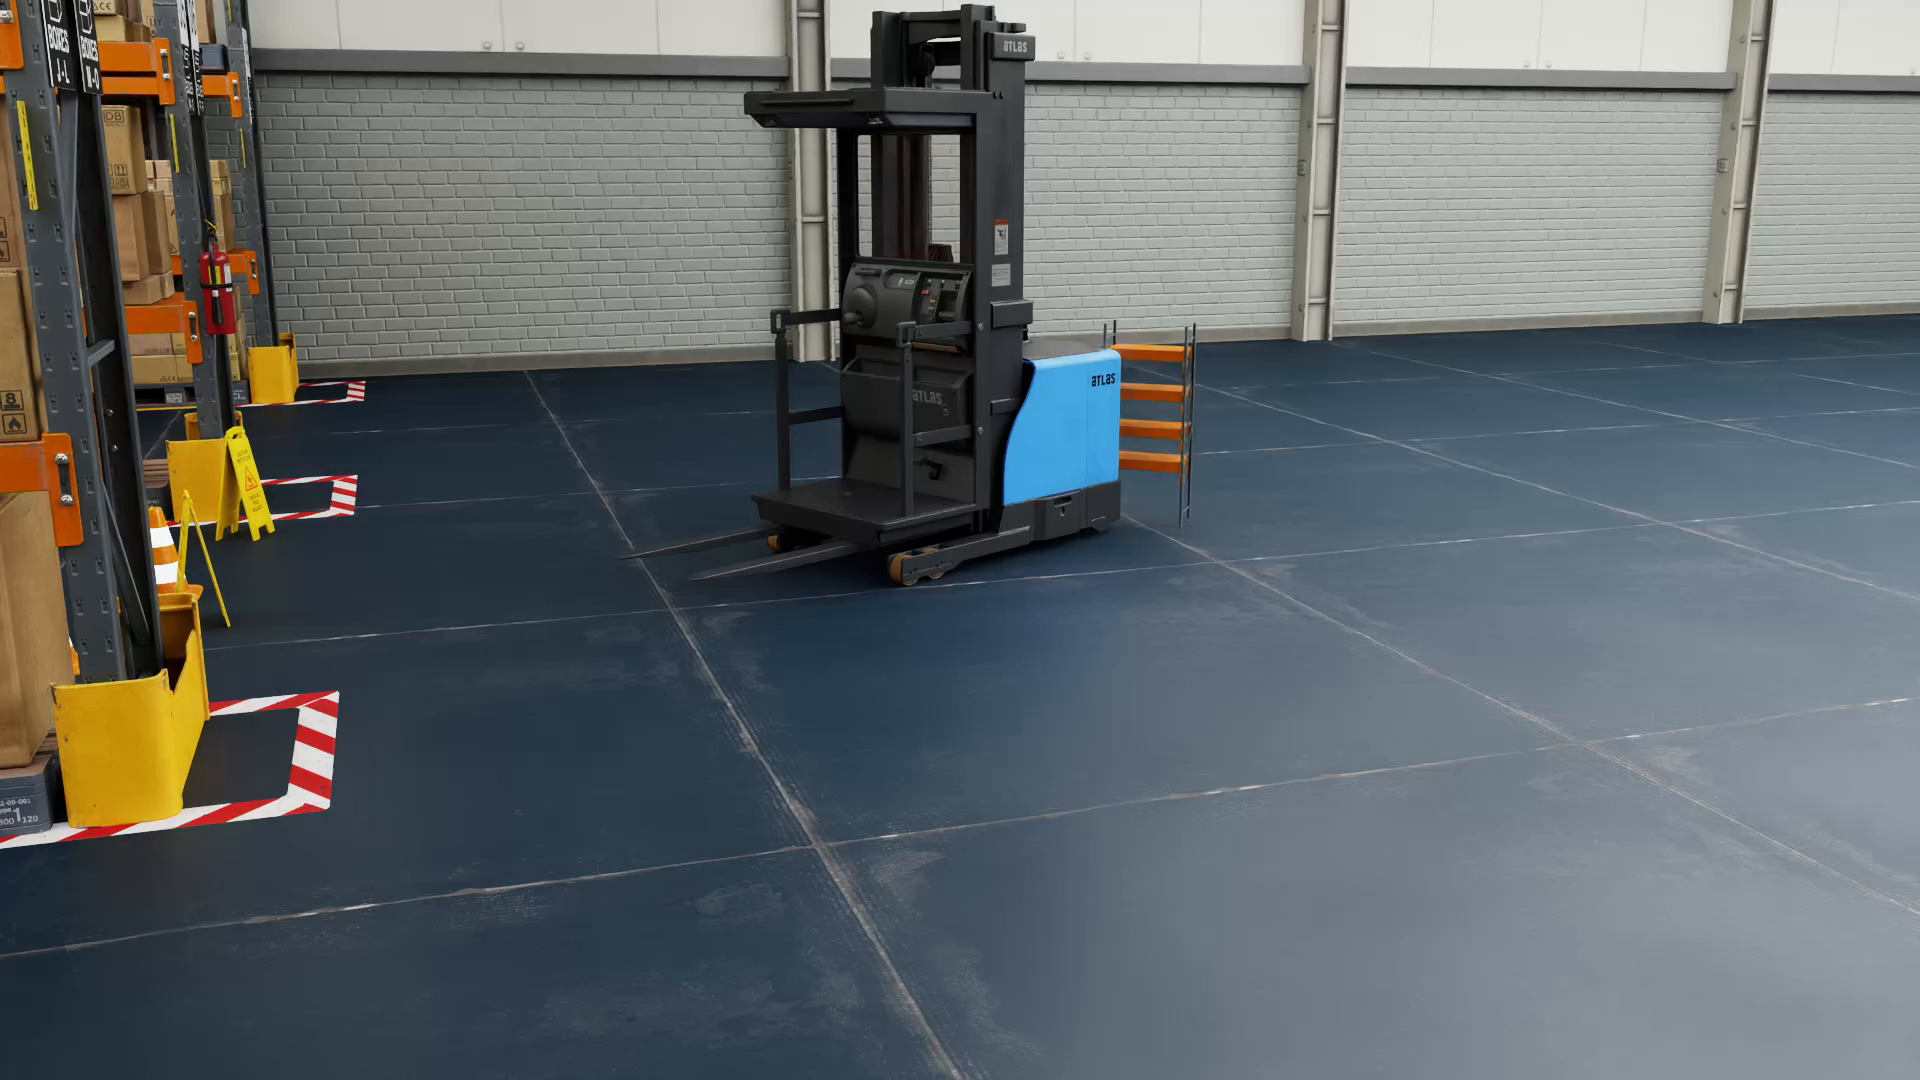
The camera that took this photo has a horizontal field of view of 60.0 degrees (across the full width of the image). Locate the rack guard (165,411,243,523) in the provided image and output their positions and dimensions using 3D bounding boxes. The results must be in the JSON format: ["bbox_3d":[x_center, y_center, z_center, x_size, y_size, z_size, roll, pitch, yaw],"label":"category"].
[{"bbox_3d":[-4.780,-0.482,10.589,0.348,0.500,1.175,-4,14,-18],"label":"rack guard"}]

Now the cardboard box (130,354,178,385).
[{"bbox_3d":[-7.113,-1.520,14.586,0.500,0.250,0.500,-4,14,-18],"label":"cardboard box"}]

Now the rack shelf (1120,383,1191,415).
[{"bbox_3d":[1.127,-0.853,9.959,0.480,0.148,0.258,5,14,20],"label":"rack shelf"}]

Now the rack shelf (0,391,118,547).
[{"bbox_3d":[-4.929,-0.128,5.253,4.000,0.370,1.077,-4,14,-18],"label":"rack shelf"}]

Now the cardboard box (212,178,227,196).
[{"bbox_3d":[-6.533,-3.069,14.446,0.250,0.149,0.380,-4,14,-17],"label":"cardboard box"}]

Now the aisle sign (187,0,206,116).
[{"bbox_3d":[-4.748,-3.041,10.328,0.004,0.787,0.394,-4,14,-18],"label":"aisle sign"}]

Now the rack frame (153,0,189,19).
[{"bbox_3d":[-4.708,-4.622,9.629,0.127,3.000,1.000,-4,14,-18],"label":"rack frame"}]

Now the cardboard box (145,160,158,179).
[{"bbox_3d":[-7.030,-3.178,14.261,0.250,0.149,0.380,-4,14,-17],"label":"cardboard box"}]

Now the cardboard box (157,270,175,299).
[{"bbox_3d":[-5.096,-1.602,10.438,0.250,0.149,0.380,-4,14,-18],"label":"cardboard box"}]

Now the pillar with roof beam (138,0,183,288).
[{"bbox_3d":[-5.869,-4.913,10.850,0.400,9.000,9.100,-4,14,-18],"label":"pillar with roof beam"}]

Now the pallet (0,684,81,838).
[{"bbox_3d":[-3.766,0.807,5.793,1.213,0.211,1.003,-4,14,-18],"label":"pallet"}]

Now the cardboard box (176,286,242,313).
[{"bbox_3d":[-6.810,-2.151,15.078,0.500,0.250,0.500,-5,14,-19],"label":"cardboard box"}]

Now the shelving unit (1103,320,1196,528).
[{"bbox_3d":[1.127,-0.701,9.995,0.503,1.200,0.258,5,14,20],"label":"shelving unit"}]

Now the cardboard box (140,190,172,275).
[{"bbox_3d":[-5.245,-1.923,10.386,0.500,0.500,0.500,-5,14,-19],"label":"cardboard box"}]

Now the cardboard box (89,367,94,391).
[{"bbox_3d":[-5.384,-0.819,10.017,0.500,0.500,0.500,-4,14,-18],"label":"cardboard box"}]

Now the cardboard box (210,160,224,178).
[{"bbox_3d":[-6.566,-3.228,14.473,0.250,0.149,0.380,-4,14,-18],"label":"cardboard box"}]

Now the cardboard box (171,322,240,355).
[{"bbox_3d":[-6.656,-1.797,14.672,0.500,0.250,0.500,-5,14,-19],"label":"cardboard box"}]

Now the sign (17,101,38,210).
[{"bbox_3d":[-2.873,-1.184,5.125,0.005,0.325,0.100,-4,14,-18],"label":"sign"}]

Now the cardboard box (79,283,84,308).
[{"bbox_3d":[-5.199,-1.464,9.858,0.250,0.149,0.380,-5,14,-19],"label":"cardboard box"}]

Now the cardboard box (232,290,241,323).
[{"bbox_3d":[-6.631,-2.043,14.622,0.500,0.250,0.500,-4,14,-16],"label":"cardboard box"}]

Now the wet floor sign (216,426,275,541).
[{"bbox_3d":[-4.186,-0.338,9.668,0.232,0.644,0.267,0,13,1],"label":"wet floor sign"}]

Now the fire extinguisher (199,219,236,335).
[{"bbox_3d":[-4.452,-1.573,9.943,0.183,0.674,0.296,-4,14,-18],"label":"fire extinguisher"}]

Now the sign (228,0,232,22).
[{"bbox_3d":[-6.134,-4.524,13.954,0.005,0.325,0.100,-4,14,-18],"label":"sign"}]

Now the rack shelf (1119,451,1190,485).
[{"bbox_3d":[1.127,-0.442,10.056,0.480,0.148,0.258,5,14,20],"label":"rack shelf"}]

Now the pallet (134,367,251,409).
[{"bbox_3d":[-7.006,-1.370,14.946,1.213,0.211,1.003,-4,14,-18],"label":"pallet"}]

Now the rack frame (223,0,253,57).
[{"bbox_3d":[-6.294,-5.711,14.205,0.127,3.000,1.000,-4,14,-18],"label":"rack frame"}]

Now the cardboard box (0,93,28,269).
[{"bbox_3d":[-3.397,-1.205,5.569,0.550,0.550,0.875,-4,14,-18],"label":"cardboard box"}]

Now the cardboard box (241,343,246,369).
[{"bbox_3d":[-6.822,-1.665,15.197,0.500,0.250,0.500,-4,14,-18],"label":"cardboard box"}]

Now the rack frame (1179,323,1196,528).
[{"bbox_3d":[1.356,-0.681,9.913,0.015,1.200,0.240,5,14,20],"label":"rack frame"}]

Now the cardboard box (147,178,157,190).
[{"bbox_3d":[-7.032,-3.038,14.316,0.250,0.149,0.380,-4,14,-17],"label":"cardboard box"}]

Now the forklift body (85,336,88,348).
[{"bbox_3d":[-7.510,-1.839,12.727,1.214,2.155,2.313,-4,14,-18],"label":"forklift body"}]

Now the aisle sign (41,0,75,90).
[{"bbox_3d":[-2.870,-1.830,5.235,0.004,0.787,0.394,-4,14,-18],"label":"aisle sign"}]

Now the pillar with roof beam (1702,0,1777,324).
[{"bbox_3d":[11.191,-6.241,16.435,0.400,9.000,9.100,-4,14,-18],"label":"pillar with roof beam"}]

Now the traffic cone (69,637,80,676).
[{"bbox_3d":[-3.989,0.336,7.229,0.334,0.463,0.336,-4,14,-18],"label":"traffic cone"}]

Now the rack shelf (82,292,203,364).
[{"bbox_3d":[-6.603,-1.206,9.786,4.000,0.370,1.077,-4,14,-18],"label":"rack shelf"}]

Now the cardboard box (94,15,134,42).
[{"bbox_3d":[-4.957,-2.953,9.637,0.250,0.149,0.380,-4,14,-18],"label":"cardboard box"}]

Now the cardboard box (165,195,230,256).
[{"bbox_3d":[-6.677,-2.747,14.493,0.500,0.500,0.500,-5,14,-19],"label":"cardboard box"}]

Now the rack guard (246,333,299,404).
[{"bbox_3d":[-6.271,-1.578,15.196,0.348,0.500,1.175,-4,14,-18],"label":"rack guard"}]

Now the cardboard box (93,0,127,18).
[{"bbox_3d":[-5.107,-3.138,9.552,0.500,0.250,0.500,-5,14,-19],"label":"cardboard box"}]

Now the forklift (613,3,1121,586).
[{"bbox_3d":[-0.441,-1.322,8.868,1.130,2.935,3.031,13,18,43],"label":"forklift"}]

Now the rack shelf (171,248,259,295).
[{"bbox_3d":[-8.190,-2.295,14.362,4.000,0.370,1.077,-4,14,-18],"label":"rack shelf"}]
